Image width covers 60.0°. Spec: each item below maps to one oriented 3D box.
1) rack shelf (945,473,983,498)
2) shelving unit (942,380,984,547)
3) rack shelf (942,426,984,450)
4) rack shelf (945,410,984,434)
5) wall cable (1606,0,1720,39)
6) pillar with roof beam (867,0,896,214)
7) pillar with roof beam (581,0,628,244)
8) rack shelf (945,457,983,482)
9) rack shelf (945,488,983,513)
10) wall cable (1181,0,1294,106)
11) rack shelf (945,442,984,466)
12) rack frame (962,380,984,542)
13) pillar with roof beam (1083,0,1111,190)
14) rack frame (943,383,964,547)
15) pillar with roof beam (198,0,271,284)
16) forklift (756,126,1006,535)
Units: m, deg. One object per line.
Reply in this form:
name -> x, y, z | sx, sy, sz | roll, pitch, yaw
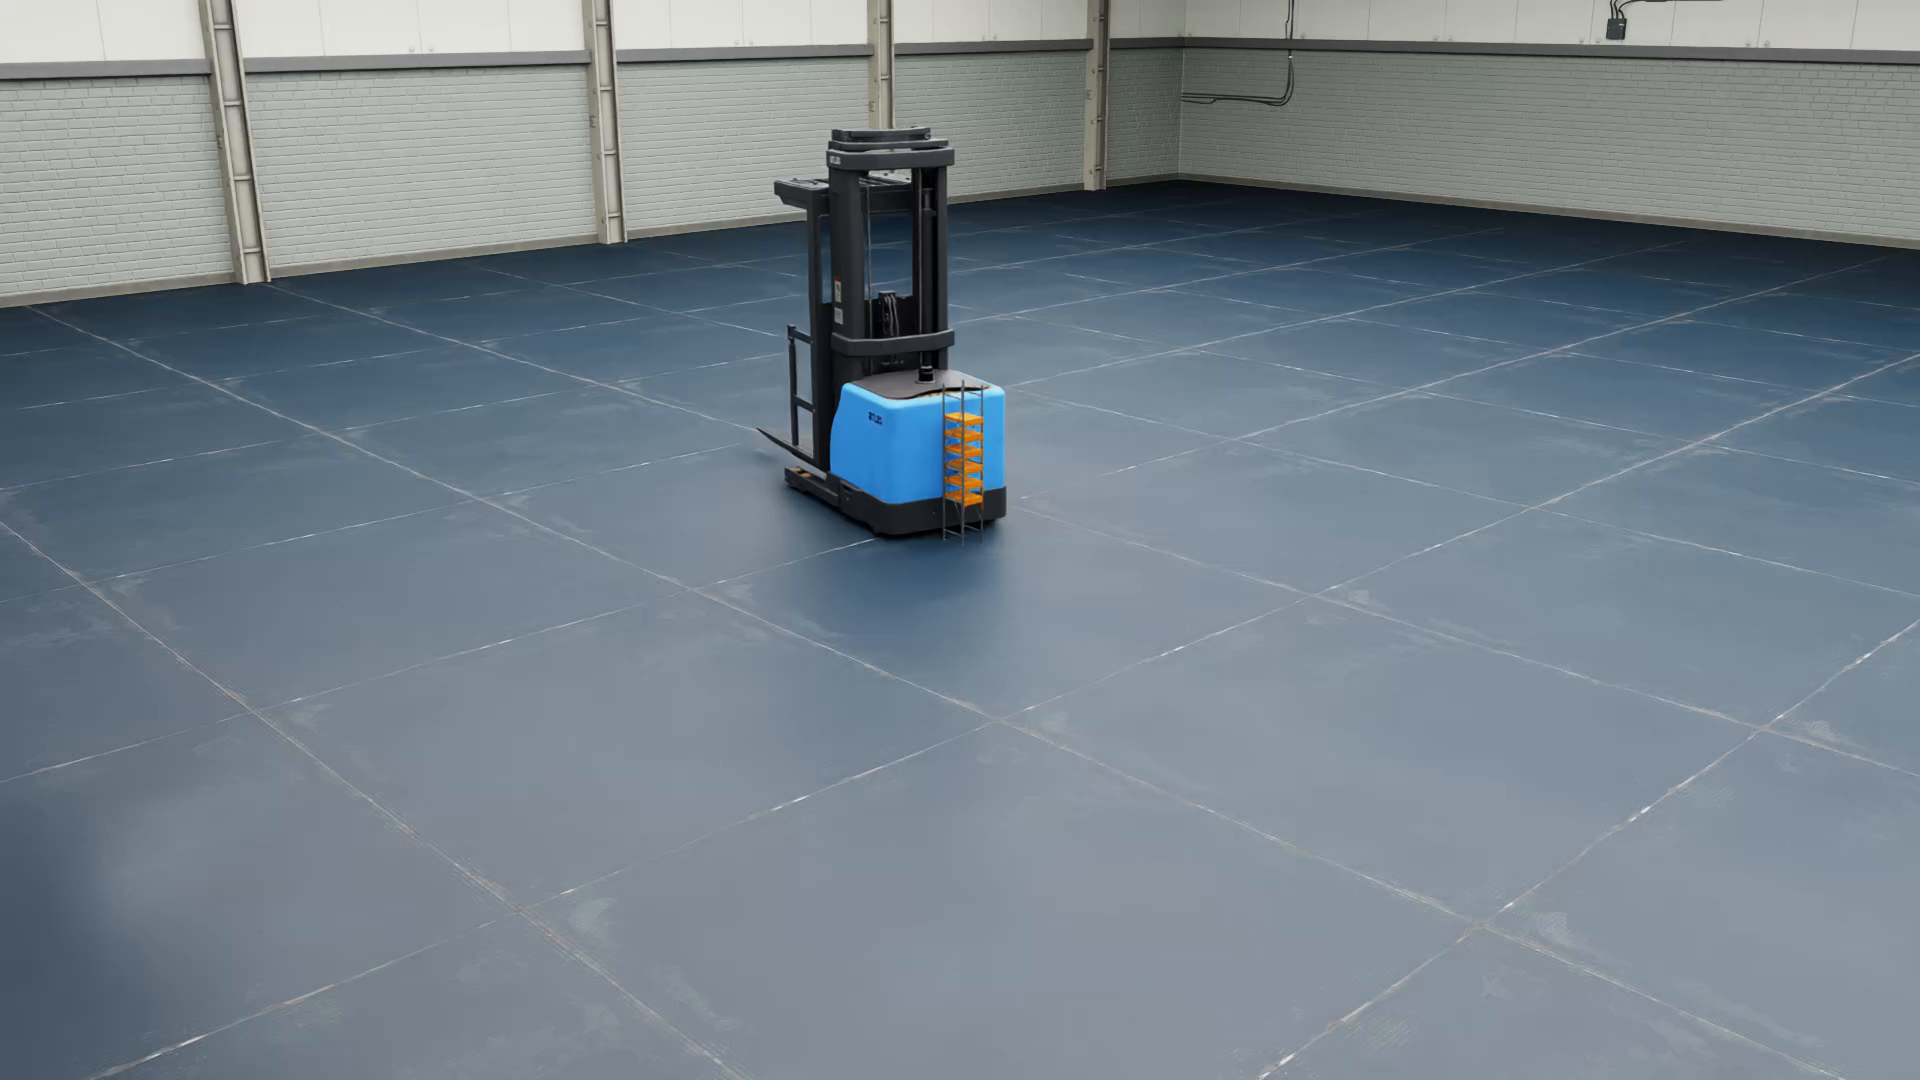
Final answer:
rack shelf -> 0.022, -0.407, 12.329 | 0.180, 0.103, 0.258 | -15, 23, -38
shelving unit -> 0.022, -0.564, 12.278 | 0.189, 1.200, 0.258 | -15, 23, -38
rack shelf -> 0.022, -0.750, 12.218 | 0.180, 0.103, 0.258 | -15, 23, -38
rack shelf -> 0.022, -0.864, 12.181 | 0.180, 0.103, 0.258 | -15, 23, -38
wall cable -> 12.451, -11.635, 28.265 | 0.169, 6.003, 2.305 | -16, 24, -41
pillar with roof beam -> 1.489, -9.584, 27.453 | 0.400, 9.000, 9.100 | -16, 24, -41
pillar with roof beam -> -2.870, -8.312, 23.532 | 0.400, 9.000, 9.100 | -16, 24, -41
rack shelf -> 0.022, -0.521, 12.292 | 0.180, 0.103, 0.258 | -15, 23, -38
rack shelf -> 0.022, -0.293, 12.366 | 0.180, 0.103, 0.258 | -15, 23, -38
wall cable -> 5.941, -10.671, 35.840 | 0.112, 2.526, 3.097 | -16, 24, -41
rack shelf -> 0.022, -0.636, 12.255 | 0.180, 0.103, 0.258 | -15, 23, -38
rack frame -> 0.092, -0.582, 12.334 | 0.006, 1.200, 0.240 | -15, 23, -38
pillar with roof beam -> 5.849, -10.855, 31.374 | 0.400, 9.000, 9.100 | -16, 24, -41
rack frame -> -0.048, -0.546, 12.222 | 0.006, 1.200, 0.240 | -15, 23, -38
pillar with roof beam -> -7.230, -7.041, 19.610 | 0.400, 9.000, 9.100 | -16, 24, -41
forklift -> -0.798, -1.839, 13.403 | 1.130, 2.935, 3.031 | -10, 20, -27
